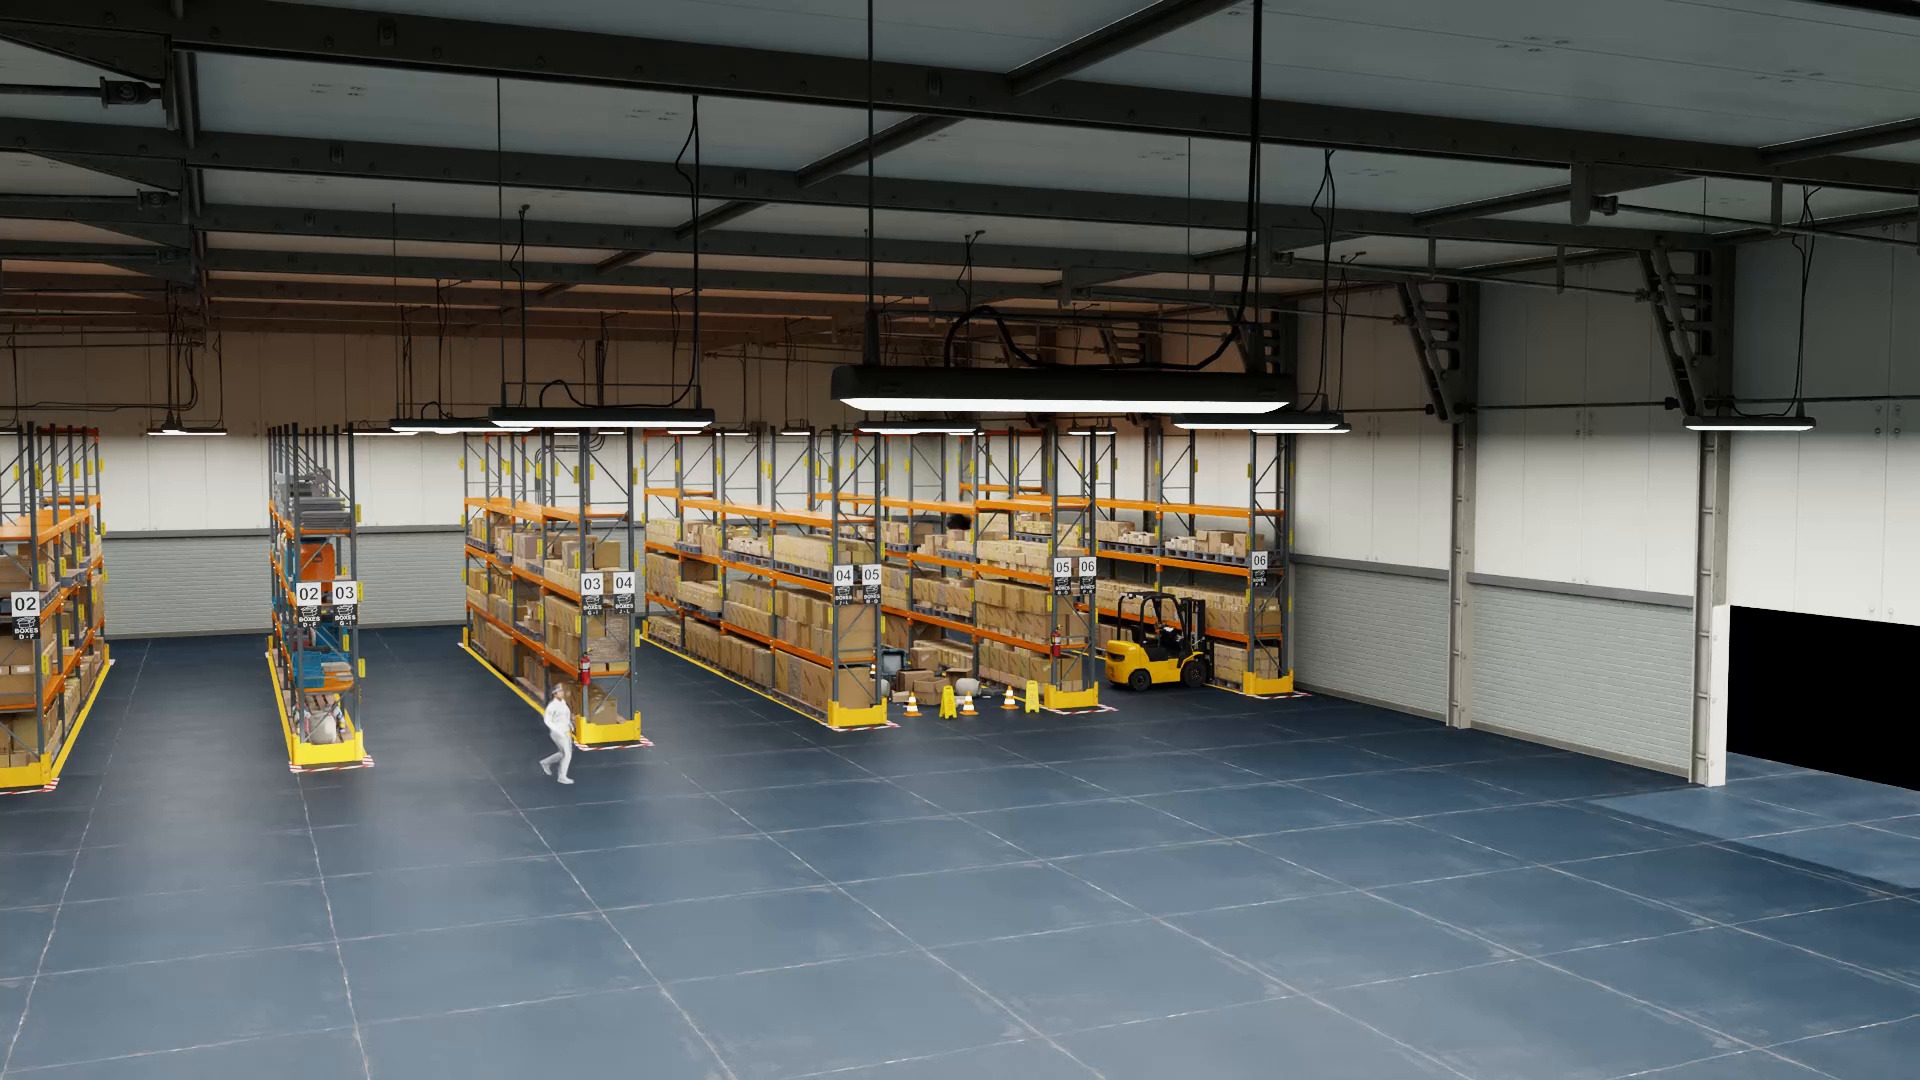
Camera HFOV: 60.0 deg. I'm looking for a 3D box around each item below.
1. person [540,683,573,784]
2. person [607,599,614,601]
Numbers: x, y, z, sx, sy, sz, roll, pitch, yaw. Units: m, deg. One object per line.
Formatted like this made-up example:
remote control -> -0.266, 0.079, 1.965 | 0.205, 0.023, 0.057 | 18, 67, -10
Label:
person -> -6.701, 3.212, 27.669 | 0.551, 1.672, 0.615 | 1, 4, 11
person -> -10.039, 2.016, 46.822 | 0.833, 1.711, 0.621 | -1, 4, -12
